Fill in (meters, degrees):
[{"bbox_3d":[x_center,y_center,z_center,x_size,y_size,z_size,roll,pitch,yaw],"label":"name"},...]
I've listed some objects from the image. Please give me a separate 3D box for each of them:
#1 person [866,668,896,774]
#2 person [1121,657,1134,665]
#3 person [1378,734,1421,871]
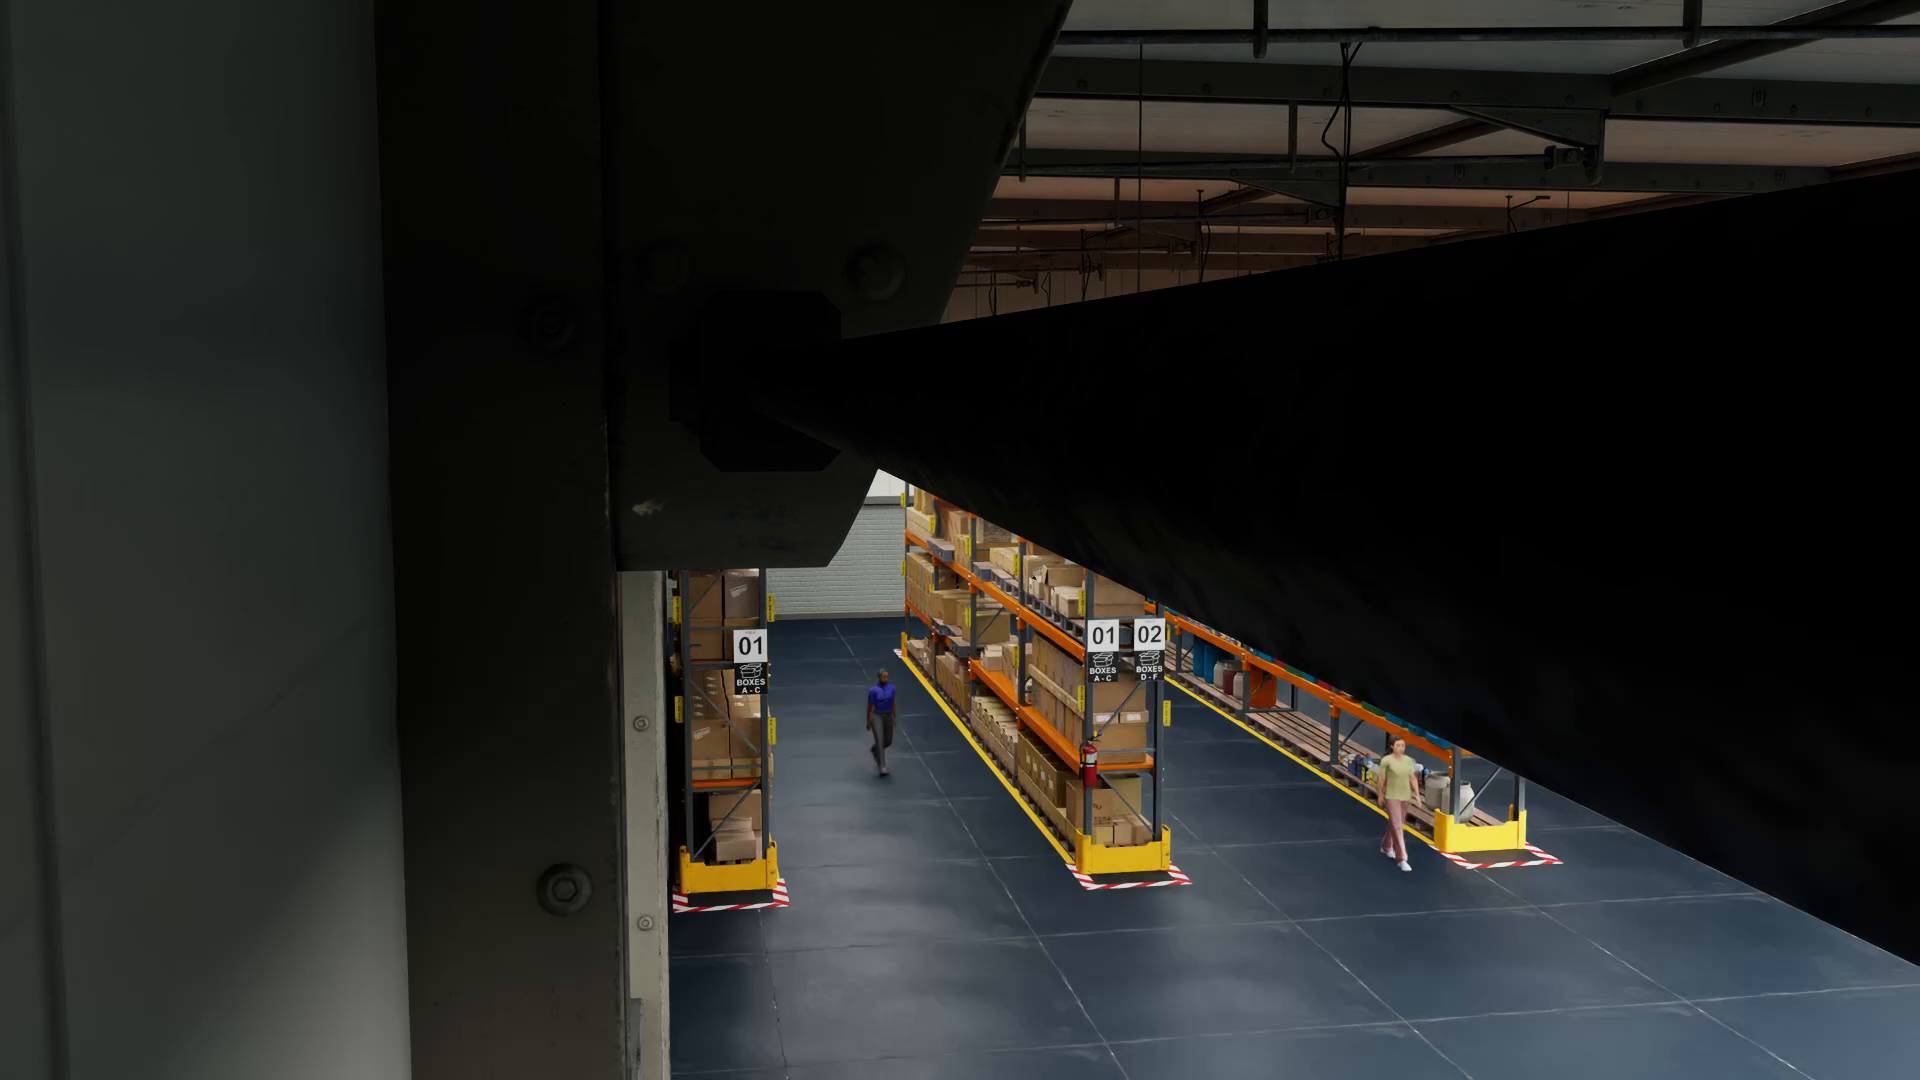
[{"bbox_3d":[-1.243,2.807,26.202,0.479,1.612,0.927,-3,7,-30],"label":"person"},{"bbox_3d":[3.356,2.160,31.996,0.598,1.737,0.643,0,6,2],"label":"person"},{"bbox_3d":[5.619,3.303,21.152,0.465,1.633,0.852,-2,6,-16],"label":"person"}]
